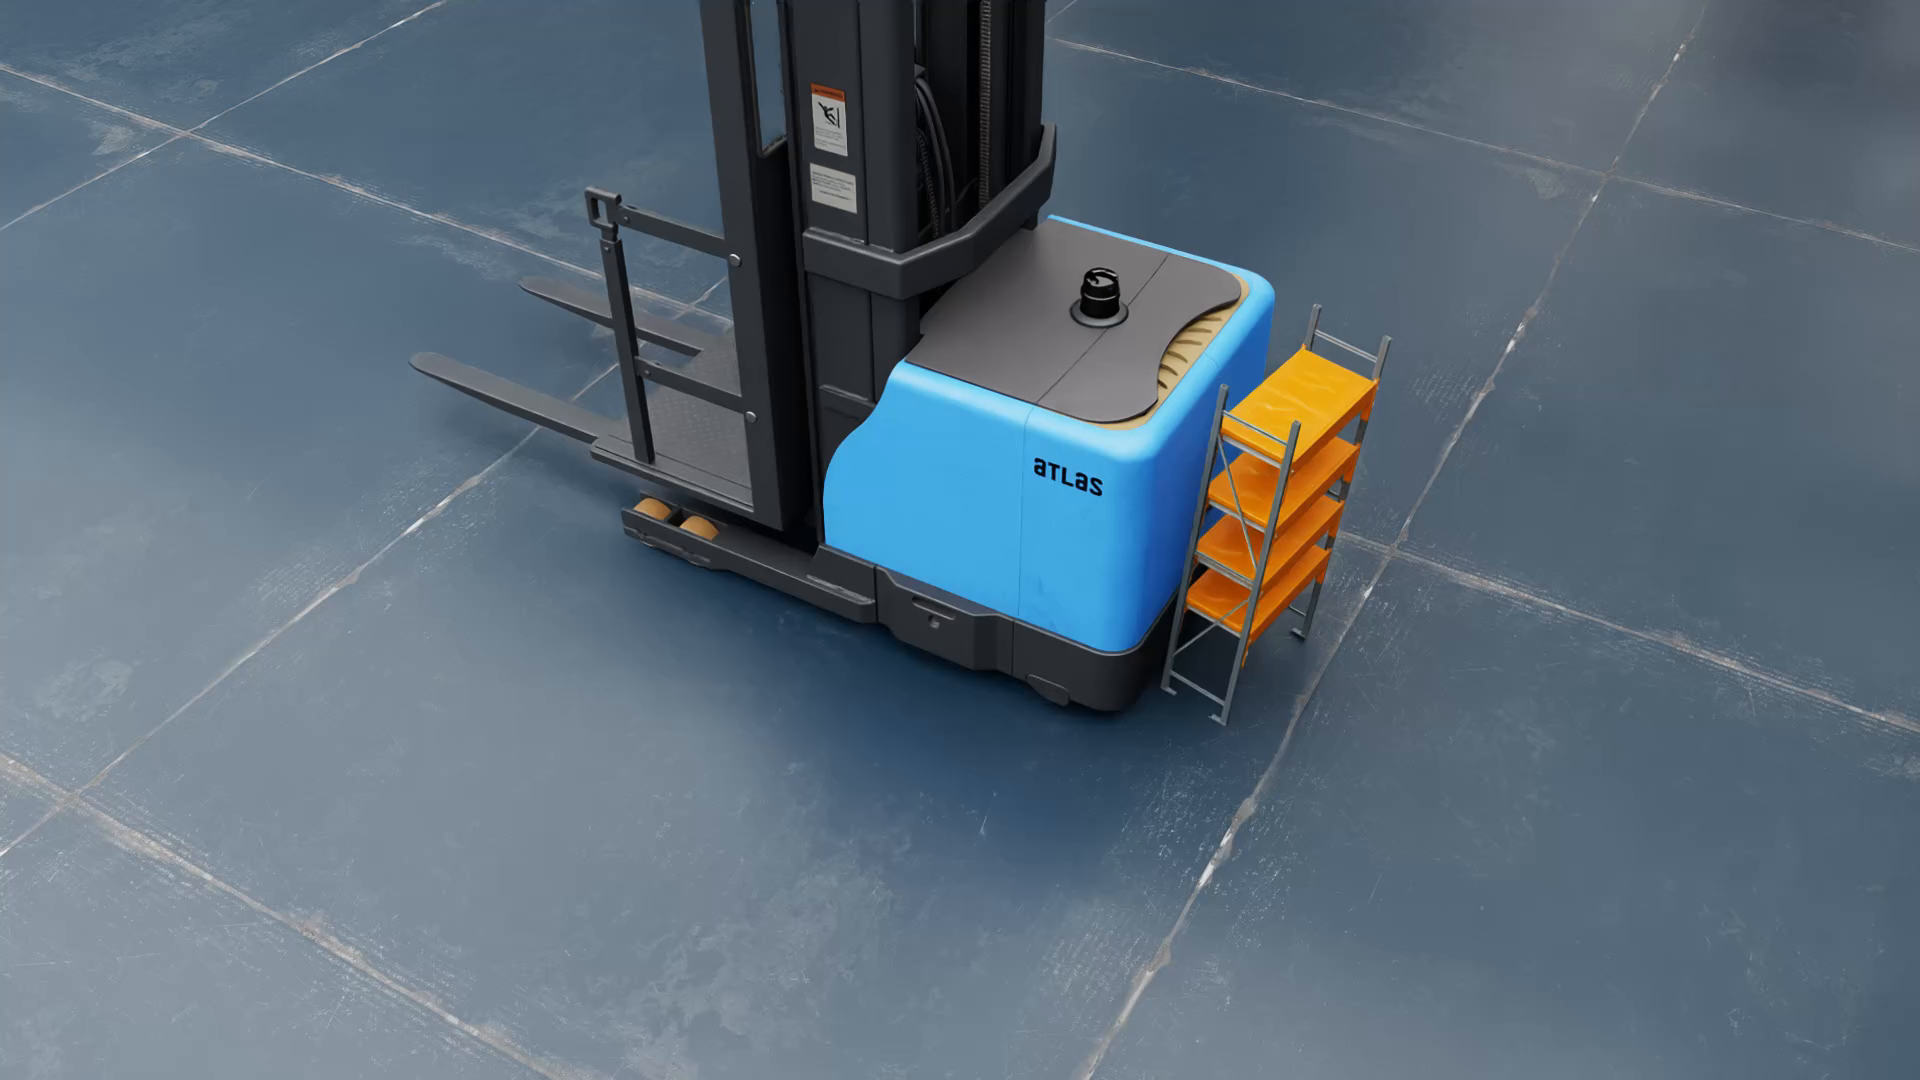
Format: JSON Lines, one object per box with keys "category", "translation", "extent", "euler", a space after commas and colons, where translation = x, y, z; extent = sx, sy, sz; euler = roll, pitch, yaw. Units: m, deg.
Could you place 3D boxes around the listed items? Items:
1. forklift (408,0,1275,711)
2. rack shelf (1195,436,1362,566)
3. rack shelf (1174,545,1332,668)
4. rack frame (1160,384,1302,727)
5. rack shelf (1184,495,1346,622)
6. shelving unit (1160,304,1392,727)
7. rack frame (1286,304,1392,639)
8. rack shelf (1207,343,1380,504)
{"category": "forklift", "translation": [-0.568, -1.295, 5.003], "extent": [3.031, 2.935, 1.130], "euler": [21, 45, 22]}
{"category": "rack shelf", "translation": [0.913, -0.159, 4.775], "extent": [0.258, 0.148, 0.480], "euler": [31, 50, 25]}
{"category": "rack shelf", "translation": [0.893, 0.146, 5.066], "extent": [0.258, 0.148, 0.480], "euler": [31, 50, 25]}
{"category": "rack frame", "translation": [0.753, 0.080, 4.740], "extent": [0.240, 1.200, 0.015], "euler": [31, 50, 25]}
{"category": "rack shelf", "translation": [0.903, 0.003, 4.929], "extent": [0.258, 0.148, 0.480], "euler": [31, 50, 25]}
{"category": "shelving unit", "translation": [0.906, -0.046, 4.882], "extent": [0.258, 1.200, 0.503], "euler": [31, 50, 25]}
{"category": "rack frame", "translation": [1.059, -0.172, 5.025], "extent": [0.240, 1.200, 0.015], "euler": [31, 50, 25]}
{"category": "rack shelf", "translation": [0.925, -0.330, 4.612], "extent": [0.258, 0.148, 0.480], "euler": [31, 50, 25]}
